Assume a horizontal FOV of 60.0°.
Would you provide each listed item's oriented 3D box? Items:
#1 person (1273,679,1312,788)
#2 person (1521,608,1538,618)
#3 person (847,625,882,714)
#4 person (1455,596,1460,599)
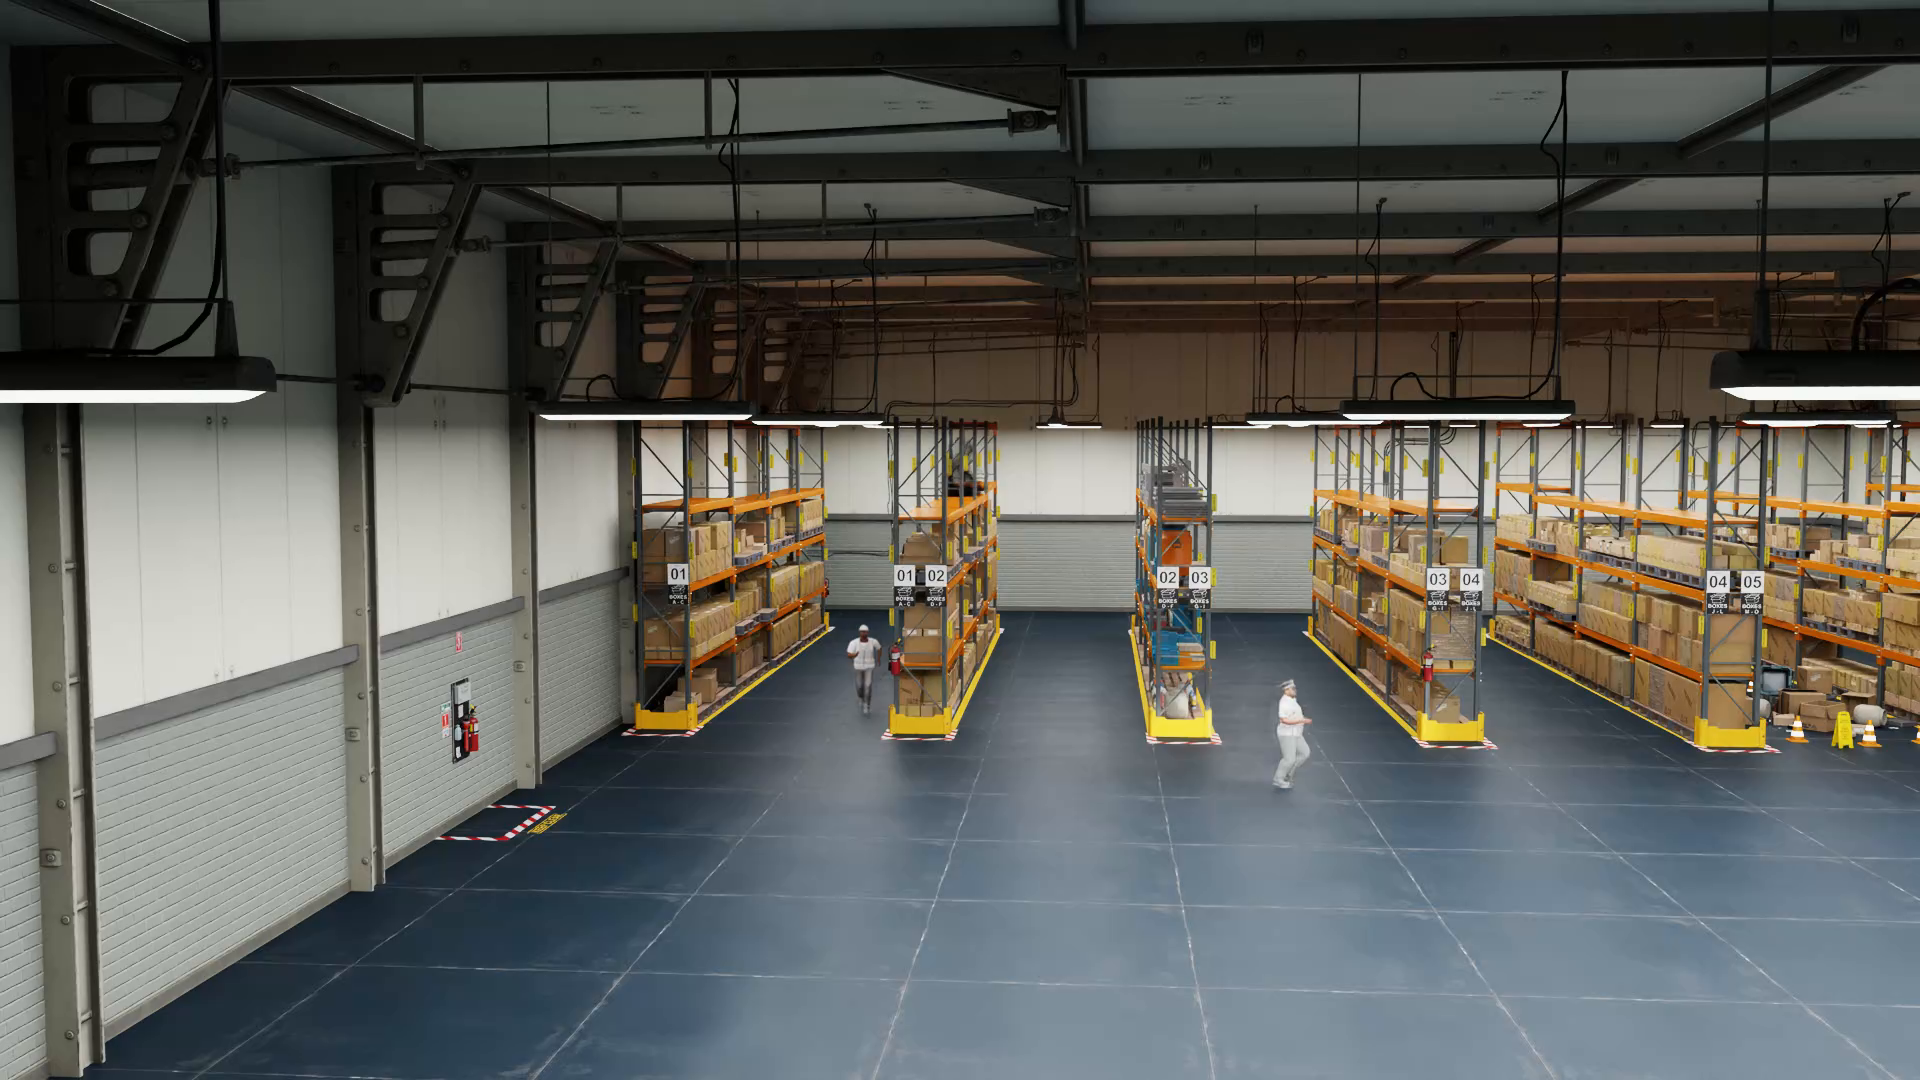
[{"bbox_3d":[5.339,3.116,26.585,0.651,1.783,0.645,2,4,29],"label":"person"},{"bbox_3d":[16.214,1.782,47.461,0.763,1.677,0.598,-2,4,-32],"label":"person"},{"bbox_3d":[-1.954,2.602,33.829,0.697,1.760,0.977,0,4,1],"label":"person"},{"bbox_3d":[13.460,1.915,44.644,0.652,1.790,0.802,1,4,8],"label":"person"}]
